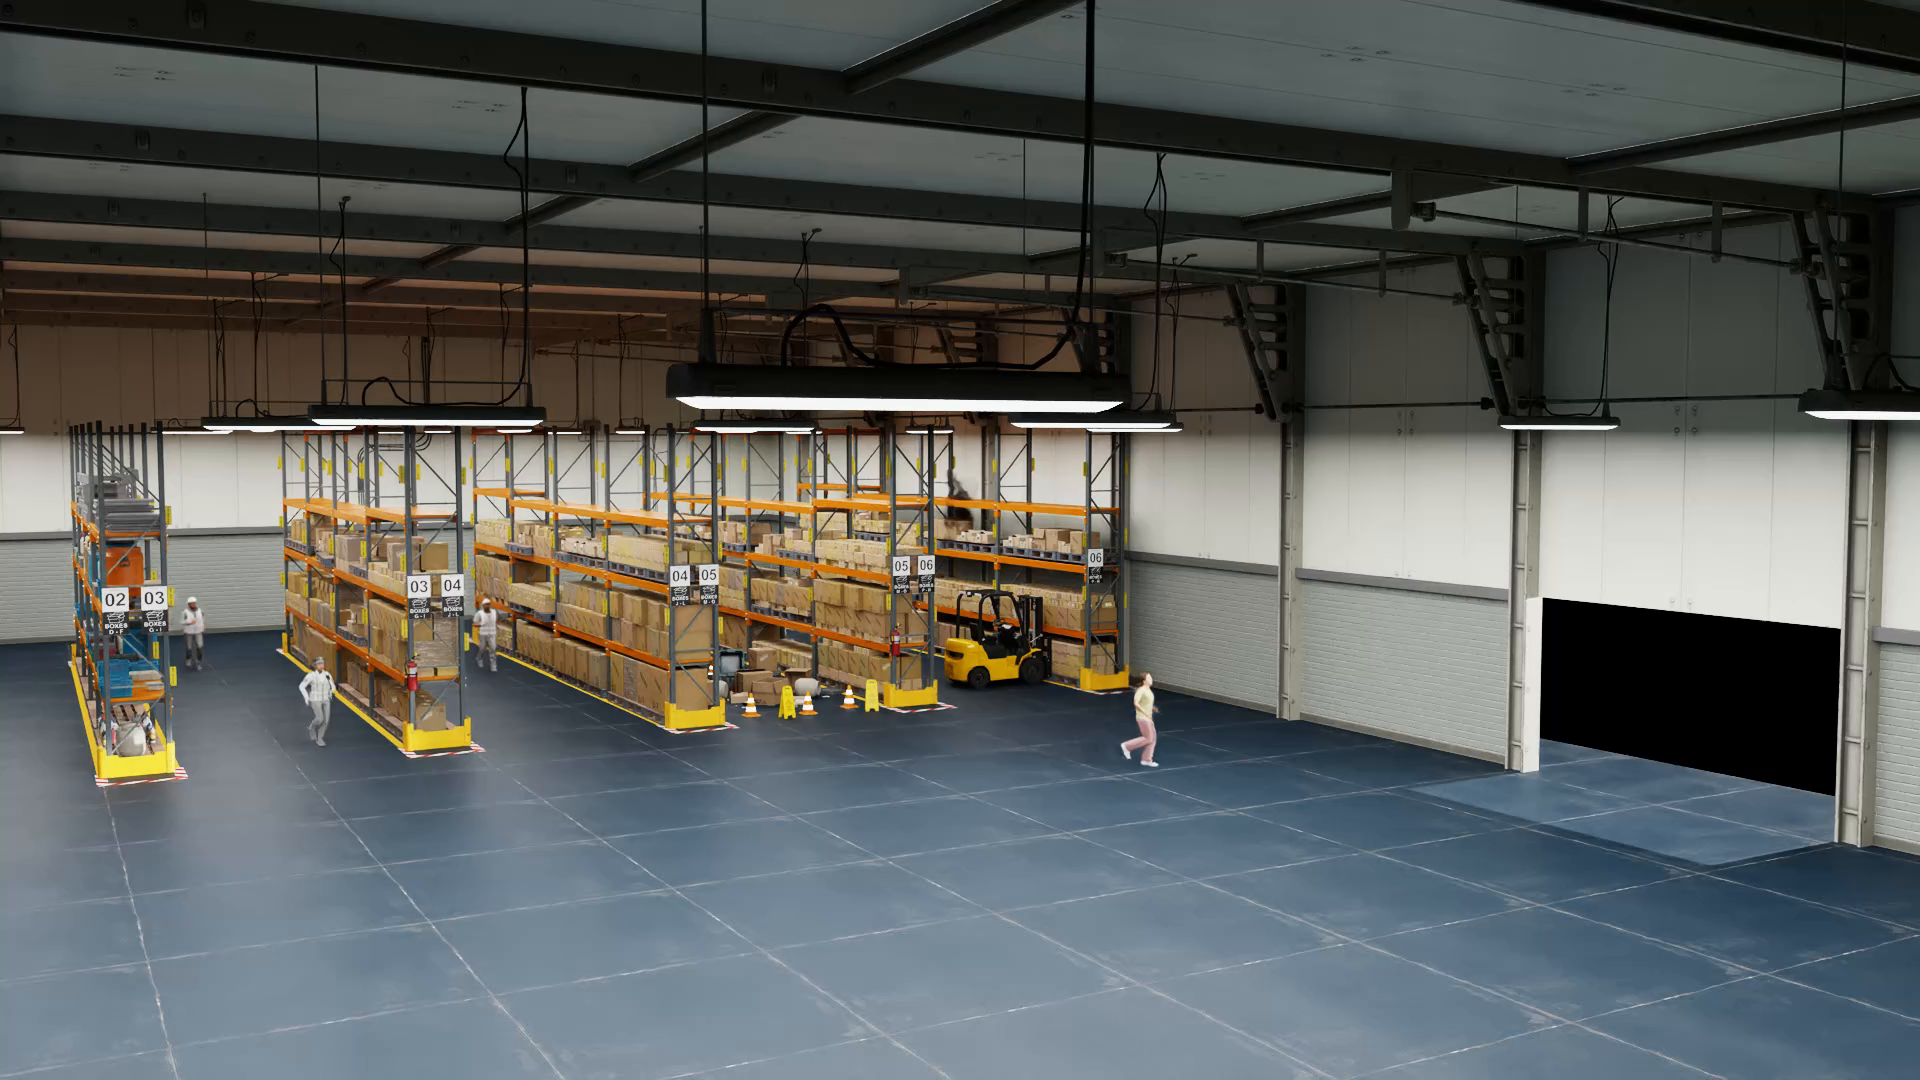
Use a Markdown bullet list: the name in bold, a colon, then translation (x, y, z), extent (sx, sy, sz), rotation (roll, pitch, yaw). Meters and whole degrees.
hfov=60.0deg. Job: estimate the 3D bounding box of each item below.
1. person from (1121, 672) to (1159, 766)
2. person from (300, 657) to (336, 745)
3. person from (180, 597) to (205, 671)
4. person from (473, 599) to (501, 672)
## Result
- **person**: translation (3.173, 3.120, 29.062), extent (0.626, 1.645, 0.580), rotation (1, 4, 21)
- **person**: translation (-11.860, 2.989, 30.858), extent (0.615, 1.658, 0.541), rotation (-3, 5, -43)
- **person**: translation (-18.873, 2.310, 40.926), extent (0.620, 1.833, 0.848), rotation (-3, 4, -37)
- **person**: translation (-11.520, 2.310, 40.540), extent (0.696, 1.761, 0.991), rotation (-2, 4, -30)
